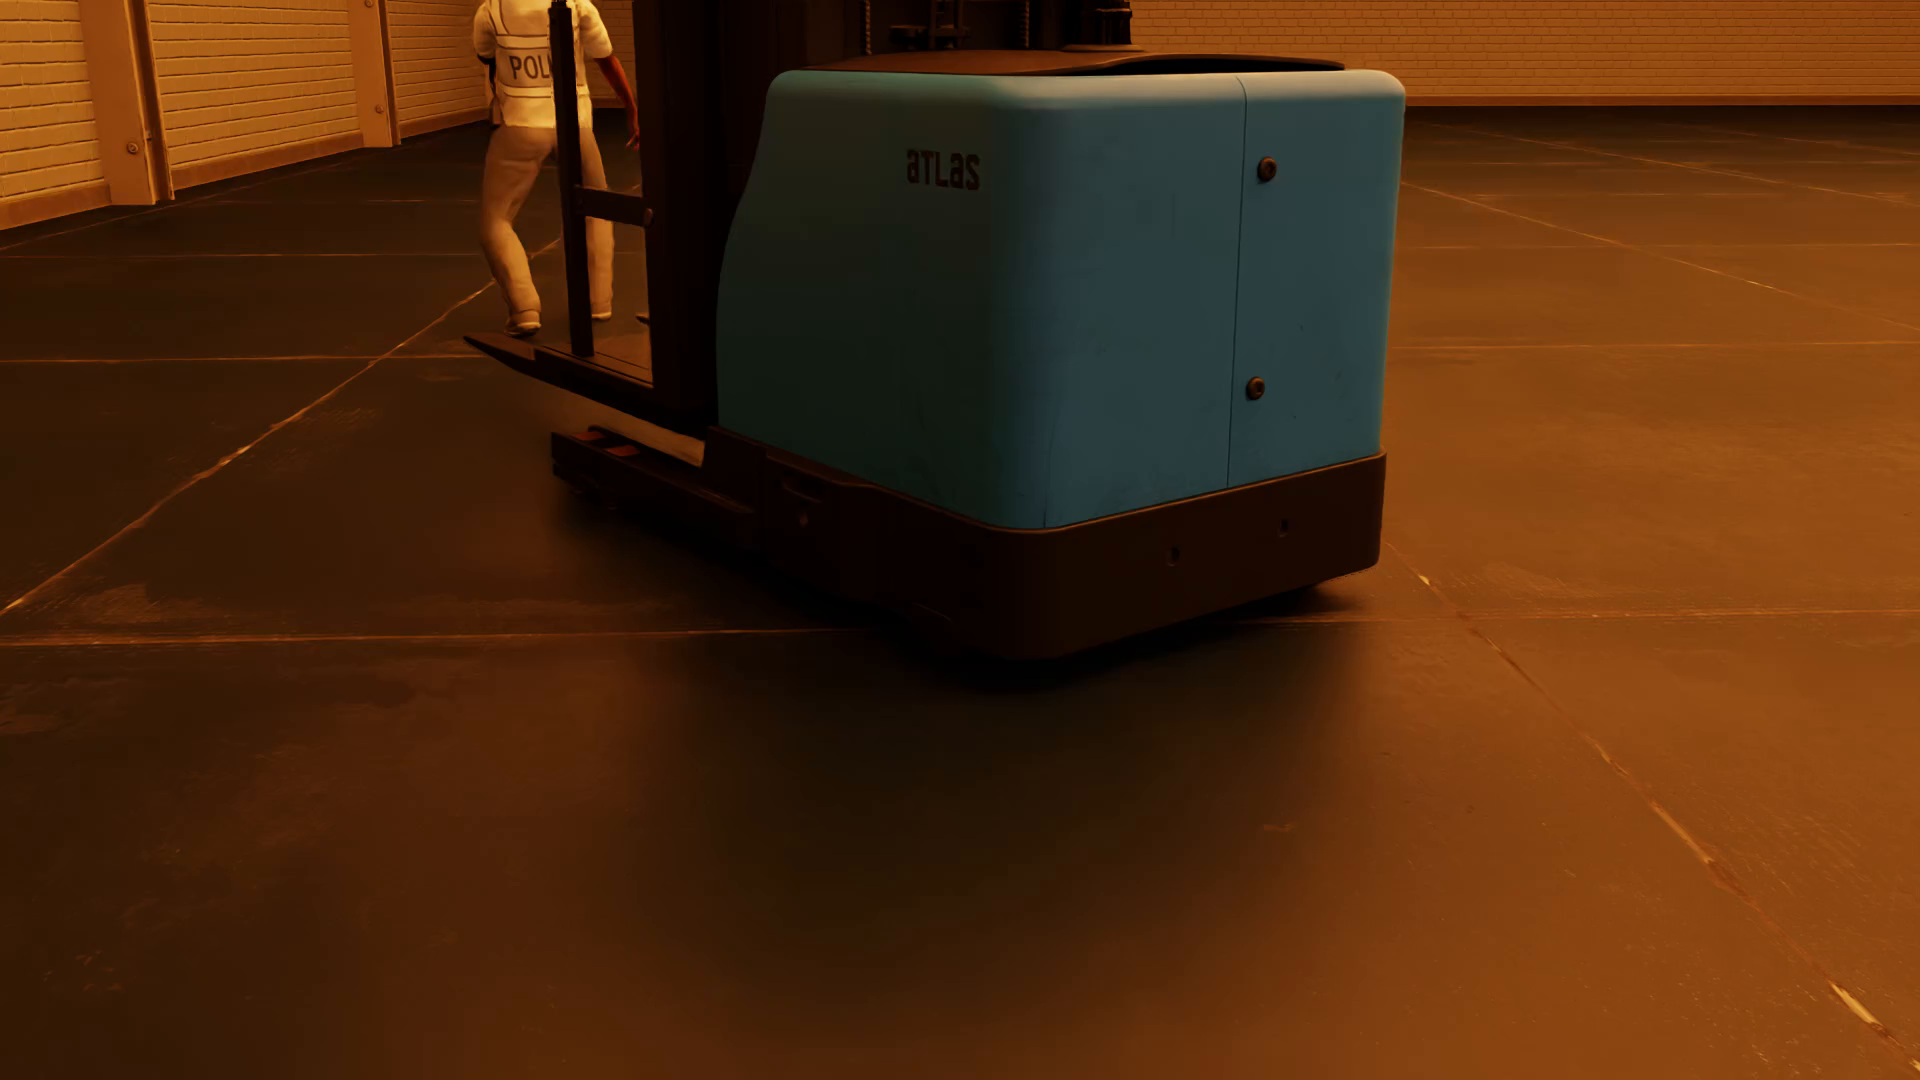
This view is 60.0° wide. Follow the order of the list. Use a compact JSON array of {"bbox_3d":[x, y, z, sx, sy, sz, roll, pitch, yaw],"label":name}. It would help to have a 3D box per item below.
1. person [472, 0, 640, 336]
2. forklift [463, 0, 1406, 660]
[{"bbox_3d":[-1.614,-1.639,6.641,0.713,1.557,0.777,-10,20,-30],"label":"person"},{"bbox_3d":[-0.401,-1.550,3.975,1.130,2.935,3.031,-13,21,-35],"label":"forklift"}]
